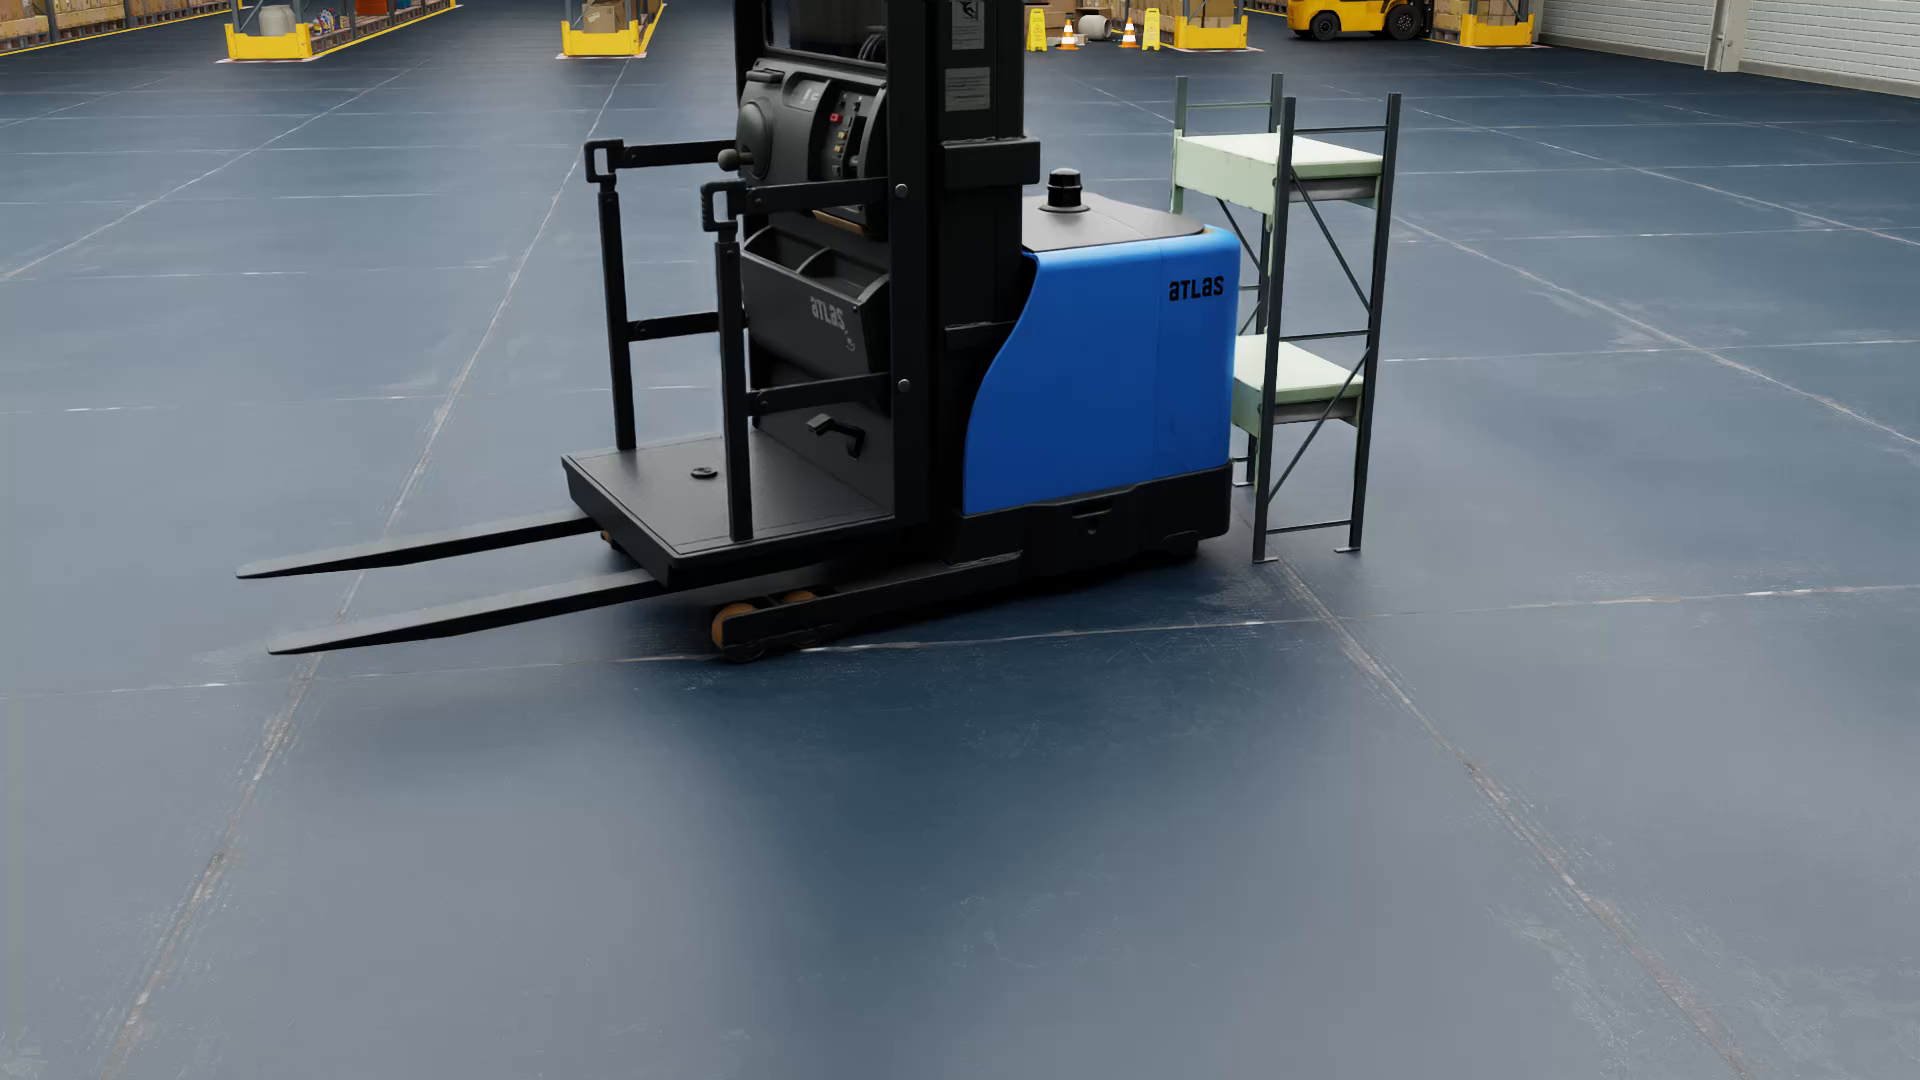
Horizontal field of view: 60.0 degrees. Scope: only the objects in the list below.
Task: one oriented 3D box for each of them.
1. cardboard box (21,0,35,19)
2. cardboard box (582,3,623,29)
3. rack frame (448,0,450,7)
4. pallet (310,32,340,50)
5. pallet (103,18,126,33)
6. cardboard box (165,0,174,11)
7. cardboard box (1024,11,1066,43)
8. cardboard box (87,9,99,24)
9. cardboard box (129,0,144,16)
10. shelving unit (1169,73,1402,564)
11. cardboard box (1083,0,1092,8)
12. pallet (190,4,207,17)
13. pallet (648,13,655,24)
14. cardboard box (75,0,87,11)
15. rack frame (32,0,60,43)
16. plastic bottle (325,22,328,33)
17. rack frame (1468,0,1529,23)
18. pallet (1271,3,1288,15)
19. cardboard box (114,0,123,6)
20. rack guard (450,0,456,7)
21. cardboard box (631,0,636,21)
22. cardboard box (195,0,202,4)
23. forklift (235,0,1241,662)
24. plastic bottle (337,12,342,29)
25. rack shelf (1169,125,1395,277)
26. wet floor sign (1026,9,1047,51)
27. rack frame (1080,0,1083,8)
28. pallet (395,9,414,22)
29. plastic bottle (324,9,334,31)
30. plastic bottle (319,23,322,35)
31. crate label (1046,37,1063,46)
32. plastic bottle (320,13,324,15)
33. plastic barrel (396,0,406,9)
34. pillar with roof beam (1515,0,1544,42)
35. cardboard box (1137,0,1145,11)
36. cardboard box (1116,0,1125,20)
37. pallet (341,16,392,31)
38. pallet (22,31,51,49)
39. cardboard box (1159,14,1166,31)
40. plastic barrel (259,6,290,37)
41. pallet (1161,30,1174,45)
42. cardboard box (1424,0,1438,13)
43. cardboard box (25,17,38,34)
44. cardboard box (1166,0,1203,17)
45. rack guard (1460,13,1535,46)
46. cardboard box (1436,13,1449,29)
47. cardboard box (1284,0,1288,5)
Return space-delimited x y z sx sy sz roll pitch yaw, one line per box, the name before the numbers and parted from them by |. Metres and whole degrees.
cardboard box | -15.681 -8.882 27.467 0.500 0.500 0.500 -3 21 -8
cardboard box | -5.838 -8.507 27.177 0.500 0.500 0.500 2 21 6
rack frame | -12.852 -14.348 39.846 1.000 3.000 0.127 -3 21 -8
pallet | -10.888 -8.229 27.448 1.003 0.211 1.213 -3 21 -8
pallet | -16.521 -9.737 31.484 1.003 0.211 1.213 -3 21 -8
cardboard box | -16.688 -11.248 34.490 0.500 0.500 0.500 -3 21 -7
cardboard box | 1.404 -8.869 28.744 0.637 0.503 0.797 17 27 39
cardboard box | -16.060 -9.538 30.297 0.500 0.250 0.500 -3 21 -7
cardboard box | -16.384 -10.537 32.585 0.500 0.500 0.500 -2 21 -5
shelving unit | 1.044 -0.770 5.635 0.431 1.500 0.755 -7 22 -18
cardboard box | 3.080 -11.098 34.298 0.950 0.372 0.625 -4 21 -11
pallet | -17.276 -11.646 36.597 1.003 0.211 1.213 -3 21 -8
pallet | -6.837 -10.799 34.328 1.003 0.211 1.213 -3 21 -8
cardboard box | -15.980 -9.625 29.727 0.500 0.311 0.500 -4 21 -10
rack frame | -16.024 -9.945 28.056 1.000 3.000 0.127 -3 21 -8
plastic bottle | -10.577 -8.535 27.652 0.097 0.201 0.097 0 20 0
rack frame | 9.073 -9.810 27.695 1.000 3.000 0.127 -3 21 -8
pallet | 7.677 -11.955 37.424 1.003 0.211 1.213 -3 21 -8
cardboard box | -16.282 -10.332 31.622 0.500 0.311 0.500 -2 21 -6
rack guard | -12.868 -13.185 40.304 1.175 0.500 0.348 -3 21 -8
cardboard box | -6.288 -9.692 30.323 0.700 0.500 0.500 -5 21 -12
cardboard box | -17.159 -12.049 37.110 0.380 0.166 0.250 -3 21 -8
forklift | -0.629 -1.233 4.830 3.031 2.935 1.130 -11 23 -27
plastic bottle | -10.726 -8.977 28.719 0.061 0.283 0.133 -2 21 -5
rack shelf | 1.044 -1.136 5.499 0.431 0.370 0.720 -7 22 -18
wet floor sign | 1.242 -8.261 26.911 0.267 0.644 0.232 -7 21 -17
rack frame | 3.009 -12.328 34.437 1.000 3.000 0.127 -3 21 -8
pallet | -12.026 -10.965 34.771 1.003 0.211 1.213 -3 21 -8
plastic bottle | -10.670 -8.772 28.073 0.144 0.351 0.185 -3 21 -8
plastic bottle | -10.514 -8.383 27.245 0.097 0.201 0.097 0 20 0
crate label | 1.599 -8.397 28.001 0.250 0.136 0.298 -15 25 -35
plastic bottle | -10.859 -8.833 28.342 0.152 0.276 0.135 -3 21 -8
plastic barrel | -12.112 -11.743 35.269 0.600 0.901 0.708 -3 21 -8
pillar with roof beam | 5.605 -12.690 26.831 9.100 9.000 0.400 -3 21 -8
cardboard box | 3.492 -9.801 29.927 0.500 0.500 0.500 -2 21 -6
cardboard box | 3.507 -10.091 31.601 0.950 0.372 0.625 -3 21 -7
pallet | -11.626 -10.002 32.194 1.003 0.211 1.213 -3 21 -8
pallet | -15.951 -8.361 27.801 1.003 0.211 1.213 -3 21 -8
cardboard box | 3.712 -8.913 28.623 0.500 0.250 0.500 -3 21 -8
plastic barrel | -10.716 -8.064 25.975 0.421 0.512 0.421 0 20 0
pallet | 4.069 -8.561 28.337 1.003 0.211 1.213 -3 21 -8
cardboard box | 8.537 -9.457 29.366 0.500 0.250 0.500 -3 21 -9
cardboard box | -15.679 -8.531 27.599 0.500 0.250 0.500 -3 21 -8
cardboard box | 3.789 -9.083 28.005 0.500 0.500 0.500 -3 21 -7
rack guard | 9.077 -8.631 28.110 1.175 0.500 0.348 -3 21 -8
cardboard box | 8.631 -9.038 28.957 0.500 0.250 0.500 -3 21 -8
cardboard box | 7.507 -12.096 36.788 0.500 0.500 0.500 -2 21 -5
